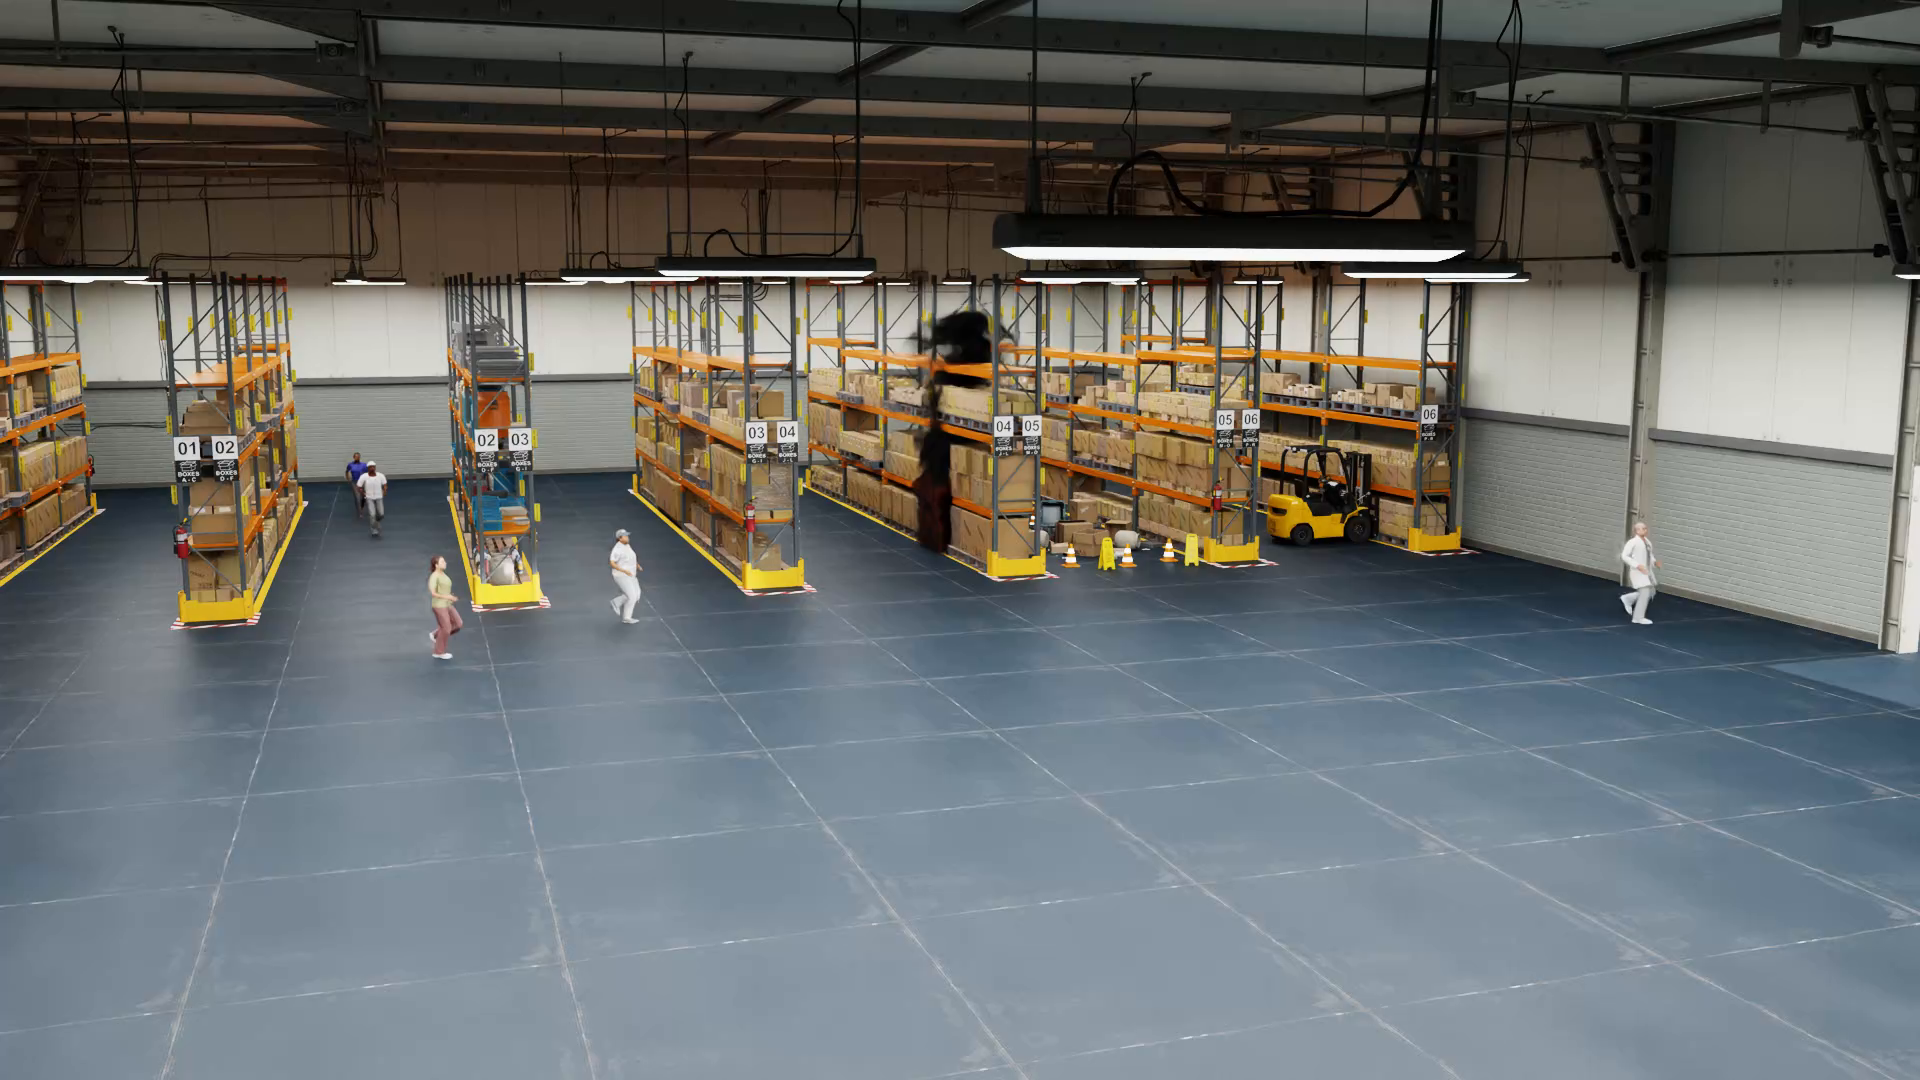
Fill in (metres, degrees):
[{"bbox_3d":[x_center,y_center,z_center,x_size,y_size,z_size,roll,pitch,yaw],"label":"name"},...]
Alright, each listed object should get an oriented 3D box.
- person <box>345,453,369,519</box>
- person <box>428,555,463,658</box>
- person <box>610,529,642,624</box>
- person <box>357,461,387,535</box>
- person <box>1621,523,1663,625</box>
[{"bbox_3d":[-15.086,-1.384,41.703,0.578,1.635,0.865,-4,9,-23],"label":"person"},{"bbox_3d":[-8.044,1.035,25.875,0.542,1.631,0.576,1,9,5],"label":"person"},{"bbox_3d":[-5.821,0.620,28.667,0.584,1.623,0.644,2,9,13],"label":"person"},{"bbox_3d":[-13.719,-0.985,38.889,0.696,1.718,0.605,-5,10,-28],"label":"person"},{"bbox_3d":[11.676,0.563,28.651,0.749,1.731,0.697,-6,10,-35],"label":"person"}]
